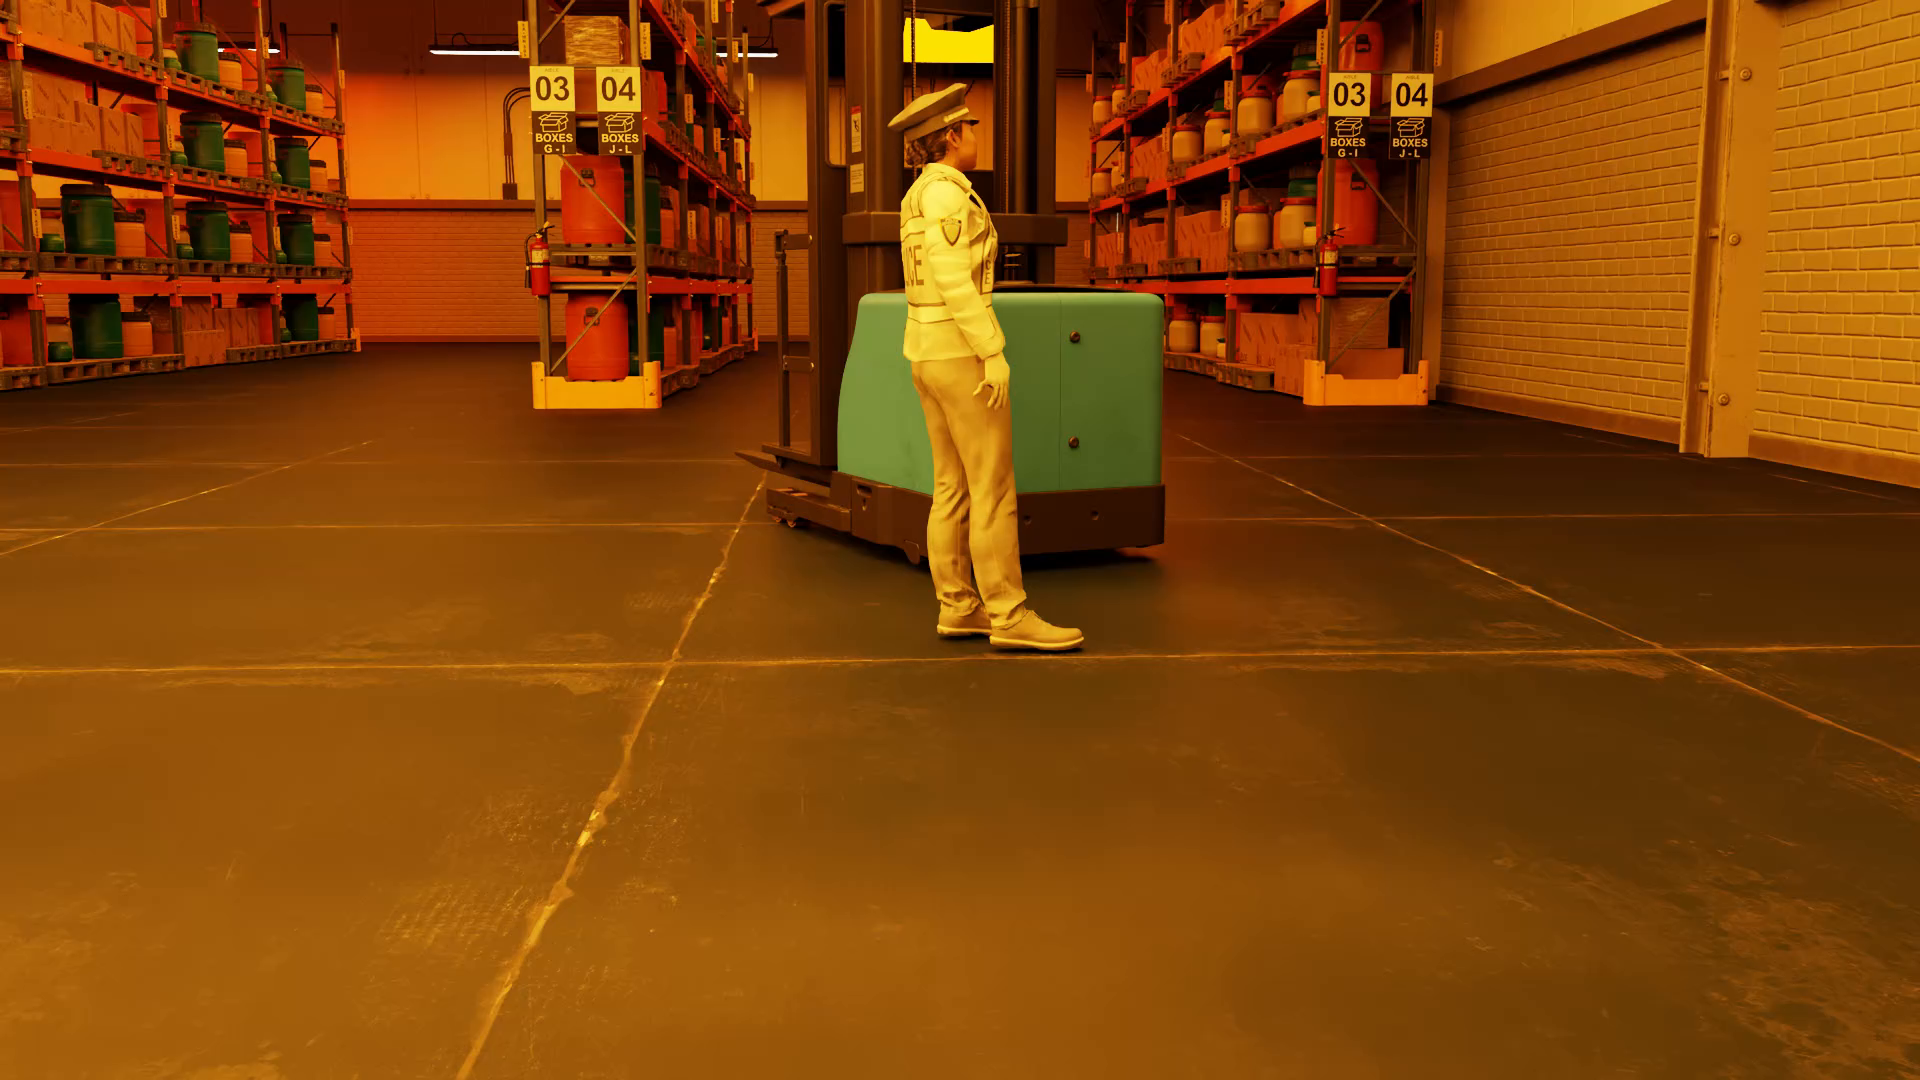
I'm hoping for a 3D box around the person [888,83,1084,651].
[{"bbox_3d":[0.060,-0.538,5.110,0.531,1.694,0.587,-2,9,-14],"label":"person"}]

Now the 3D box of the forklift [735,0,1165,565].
[{"bbox_3d":[-0.264,-1.530,7.637,1.130,2.935,3.031,-4,9,-25],"label":"forklift"}]
